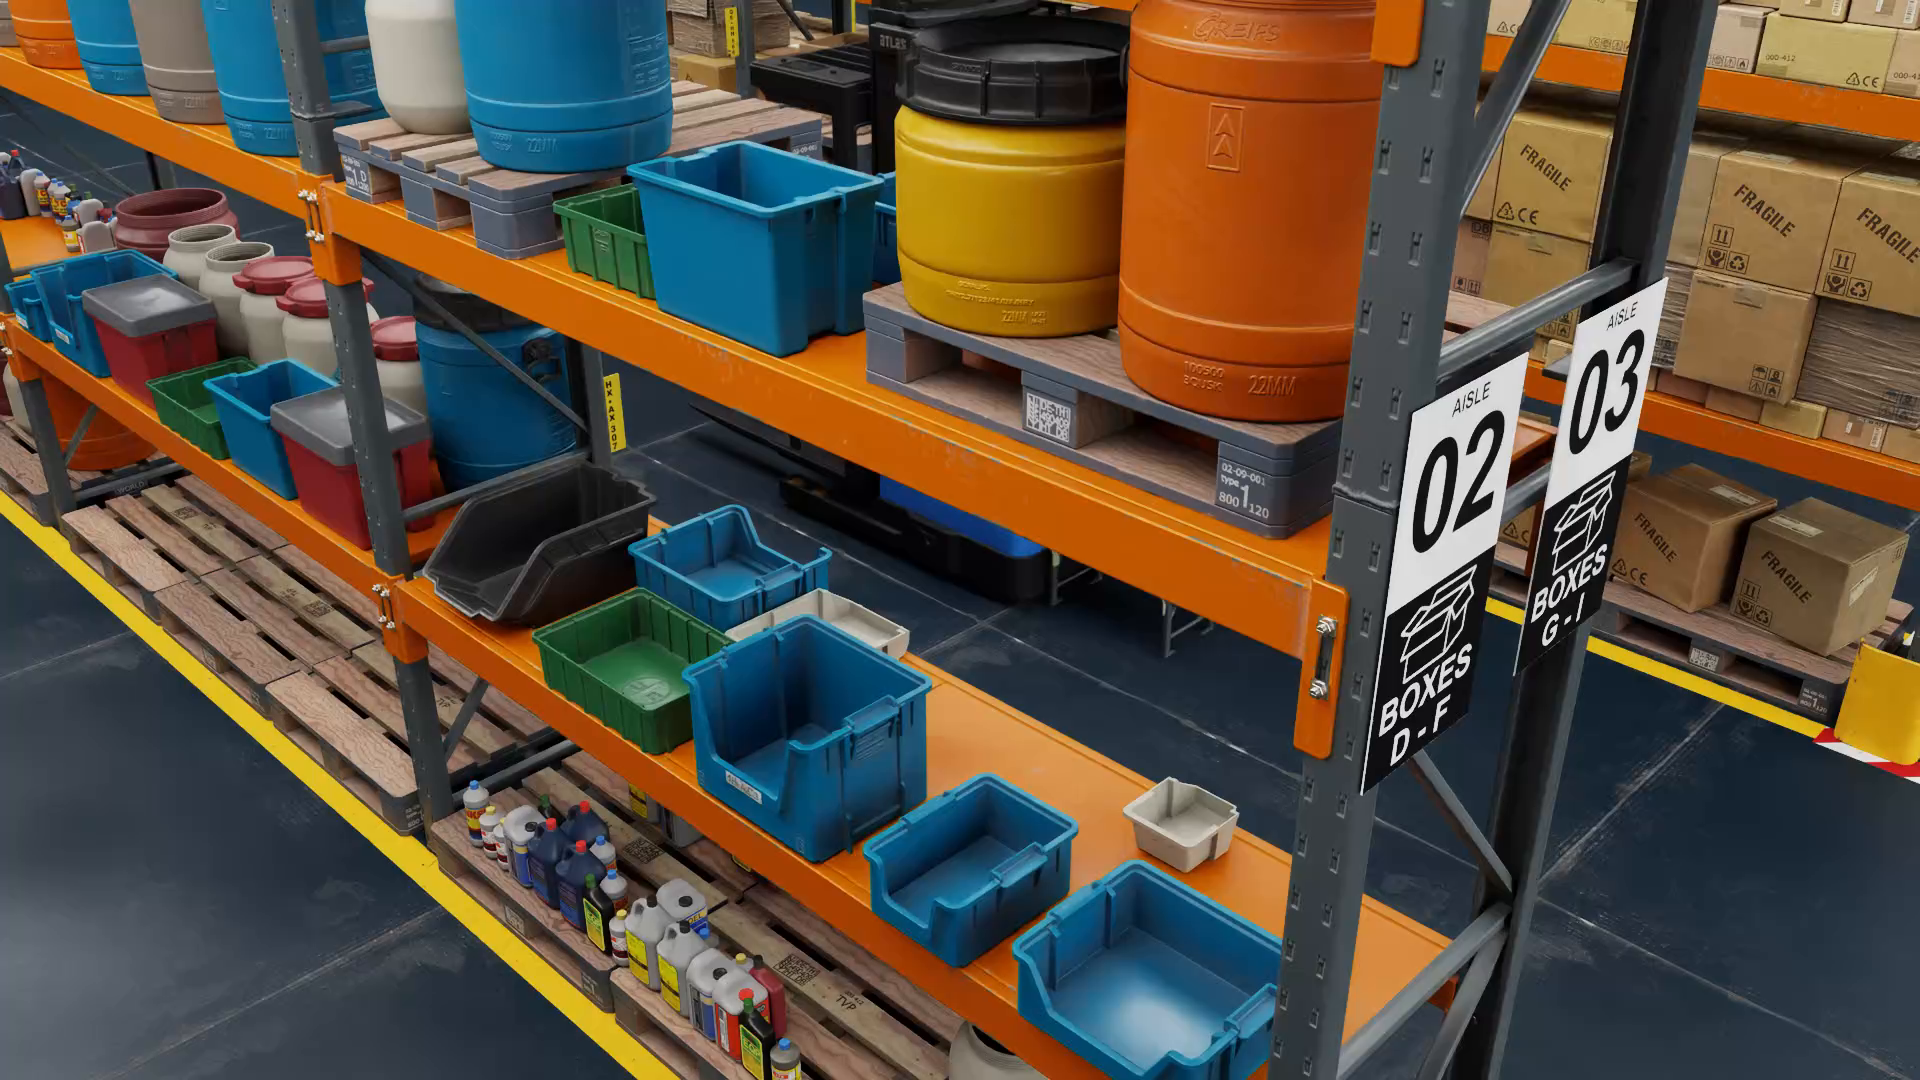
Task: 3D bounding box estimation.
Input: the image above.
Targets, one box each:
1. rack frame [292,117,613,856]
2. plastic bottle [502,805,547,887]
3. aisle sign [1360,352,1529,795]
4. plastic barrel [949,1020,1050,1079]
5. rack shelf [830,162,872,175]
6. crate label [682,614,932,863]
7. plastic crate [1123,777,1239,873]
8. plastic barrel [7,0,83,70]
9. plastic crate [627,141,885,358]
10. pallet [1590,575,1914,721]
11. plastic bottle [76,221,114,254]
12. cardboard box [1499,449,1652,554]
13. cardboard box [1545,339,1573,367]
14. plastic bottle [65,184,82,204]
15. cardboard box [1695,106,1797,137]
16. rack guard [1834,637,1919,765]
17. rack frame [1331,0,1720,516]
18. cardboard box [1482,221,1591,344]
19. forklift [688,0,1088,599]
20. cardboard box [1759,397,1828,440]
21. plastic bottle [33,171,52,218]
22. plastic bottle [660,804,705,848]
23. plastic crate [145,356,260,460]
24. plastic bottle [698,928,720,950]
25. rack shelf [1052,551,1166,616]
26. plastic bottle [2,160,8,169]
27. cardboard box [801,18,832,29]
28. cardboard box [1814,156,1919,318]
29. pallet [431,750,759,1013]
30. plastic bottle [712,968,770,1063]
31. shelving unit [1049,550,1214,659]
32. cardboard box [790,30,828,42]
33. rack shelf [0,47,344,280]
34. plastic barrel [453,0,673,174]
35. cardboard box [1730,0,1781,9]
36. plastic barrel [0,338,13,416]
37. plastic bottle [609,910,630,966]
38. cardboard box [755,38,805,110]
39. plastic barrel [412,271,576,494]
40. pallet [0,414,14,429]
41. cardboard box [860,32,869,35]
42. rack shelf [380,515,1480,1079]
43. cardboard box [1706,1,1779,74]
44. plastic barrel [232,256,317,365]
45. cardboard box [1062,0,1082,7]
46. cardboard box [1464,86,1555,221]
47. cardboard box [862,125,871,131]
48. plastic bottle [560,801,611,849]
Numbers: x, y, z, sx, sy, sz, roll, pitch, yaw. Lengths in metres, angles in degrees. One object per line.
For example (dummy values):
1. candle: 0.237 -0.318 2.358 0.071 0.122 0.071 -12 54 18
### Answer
1. rack frame: -1.795 -0.206 6.418 0.127 3.000 1.000 25 36 38
2. plastic bottle: -1.626 1.151 6.292 0.152 0.276 0.135 -24 36 -37
3. aisle sign: 0.900 0.071 3.099 0.004 0.787 0.394 25 36 38
4. plastic barrel: 0.177 1.662 5.089 0.421 0.512 0.421 0 28 0
5. rack shelf: 0.251 -2.184 10.953 4.000 0.370 1.077 25 36 38
6. crate label: -0.445 0.573 4.899 0.616 0.435 0.502 25 36 38
7. plastic crate: 0.645 0.817 4.756 0.250 0.136 0.298 25 36 38
8. plastic barrel: -3.748 -2.475 7.050 0.708 0.830 0.600 25 36 38
9. plastic crate: -0.514 -0.743 4.235 0.575 0.384 0.392 25 36 38
10. pallet: 3.921 0.388 8.285 1.213 0.211 1.003 25 36 38
11. plastic bottle: -4.836 -1.654 9.306 0.135 0.276 0.152 25 36 38
12. cardboard box: 3.213 -0.227 8.694 0.500 0.500 0.500 -21 34 -35
13. cardboard box: 3.038 -0.912 8.032 0.250 0.149 0.380 25 36 38
14. plastic bottle: -5.287 -1.993 9.942 0.133 0.283 0.061 25 36 38
15. cardboard box: 3.619 -1.761 7.874 0.500 0.500 0.500 25 36 38
16. rack guard: 4.475 0.537 7.691 0.348 0.500 1.175 25 36 38
17. rack frame: 1.057 -1.556 2.540 0.127 3.000 1.000 25 36 38
18. cardboard box: 3.041 -1.377 8.218 0.500 0.500 0.875 25 36 38
19. forklift: -0.398 -1.577 9.100 3.031 2.935 1.130 25 36 39
20. cardboard box: 3.789 -0.604 7.445 0.250 0.149 0.380 25 36 38
21. plastic bottle: -5.616 -2.126 10.209 0.097 0.271 0.097 0 28 0
22. plastic bottle: -1.083 1.040 6.504 0.135 0.276 0.152 25 36 38
23. plastic crate: -3.235 -0.587 7.370 0.662 0.188 0.450 25 36 38
24. plastic bottle: -0.887 1.446 5.811 0.097 0.201 0.097 0 28 0
25. rack shelf: 0.872 0.018 8.301 0.720 0.370 0.431 25 36 38
26. plastic bottle: -5.956 -2.242 10.429 0.097 0.271 0.097 0 28 0
27. cardboard box: -1.675 -5.960 19.334 0.250 0.149 0.380 25 37 39
28. cardboard box: 3.964 -1.260 6.922 0.500 0.500 0.500 25 36 38
29. pallet: -1.345 1.261 6.624 1.213 0.211 1.003 25 36 38
30. plastic bottle: -0.720 1.565 5.504 0.135 0.276 0.152 25 37 39
31. shelving unit: 0.873 -0.270 8.149 0.755 1.500 0.431 25 36 38
32. cardboard box: -1.695 -5.607 18.664 0.250 0.149 0.380 23 35 36
33. rack shelf: -3.221 -1.868 7.129 4.000 0.370 1.077 25 36 38
34. plastic barrel: -1.160 -1.581 4.821 0.708 0.901 0.600 25 36 38
35. cardboard box: 3.453 -2.342 6.991 0.380 0.149 0.250 -25 37 -39
36. plastic barrel: -5.814 -1.152 10.358 0.708 0.588 0.600 25 36 38
37. plastic bottle: -1.190 1.401 5.897 0.097 0.201 0.097 0 28 0
38. cardboard box: -1.331 -3.448 12.476 0.500 0.500 0.500 -24 36 -38
39. plastic barrel: -1.858 -0.654 6.733 0.708 0.901 0.600 25 36 38
40. pallet: -6.105 -0.918 10.769 1.213 0.211 1.003 25 36 38
41. cardboard box: -0.948 -5.617 18.682 0.250 0.149 0.380 24 36 38
42. rack shelf: -0.369 0.765 5.345 4.000 0.370 1.077 25 36 38
43. cardboard box: 3.290 -2.211 7.169 0.500 0.250 0.500 -24 36 -38
44. plastic barrel: -3.155 -1.031 7.843 0.433 0.535 0.433 0 28 0
45. cardboard box: 1.166 -5.099 15.542 0.250 0.149 0.380 24 36 38
46. cardboard box: 2.534 -1.911 8.159 0.500 0.500 0.500 25 36 38
47. cardboard box: -0.294 -3.073 11.312 0.700 0.500 0.500 -19 33 -32
48. plastic bottle: -1.409 1.125 6.261 0.185 0.351 0.144 25 36 38
